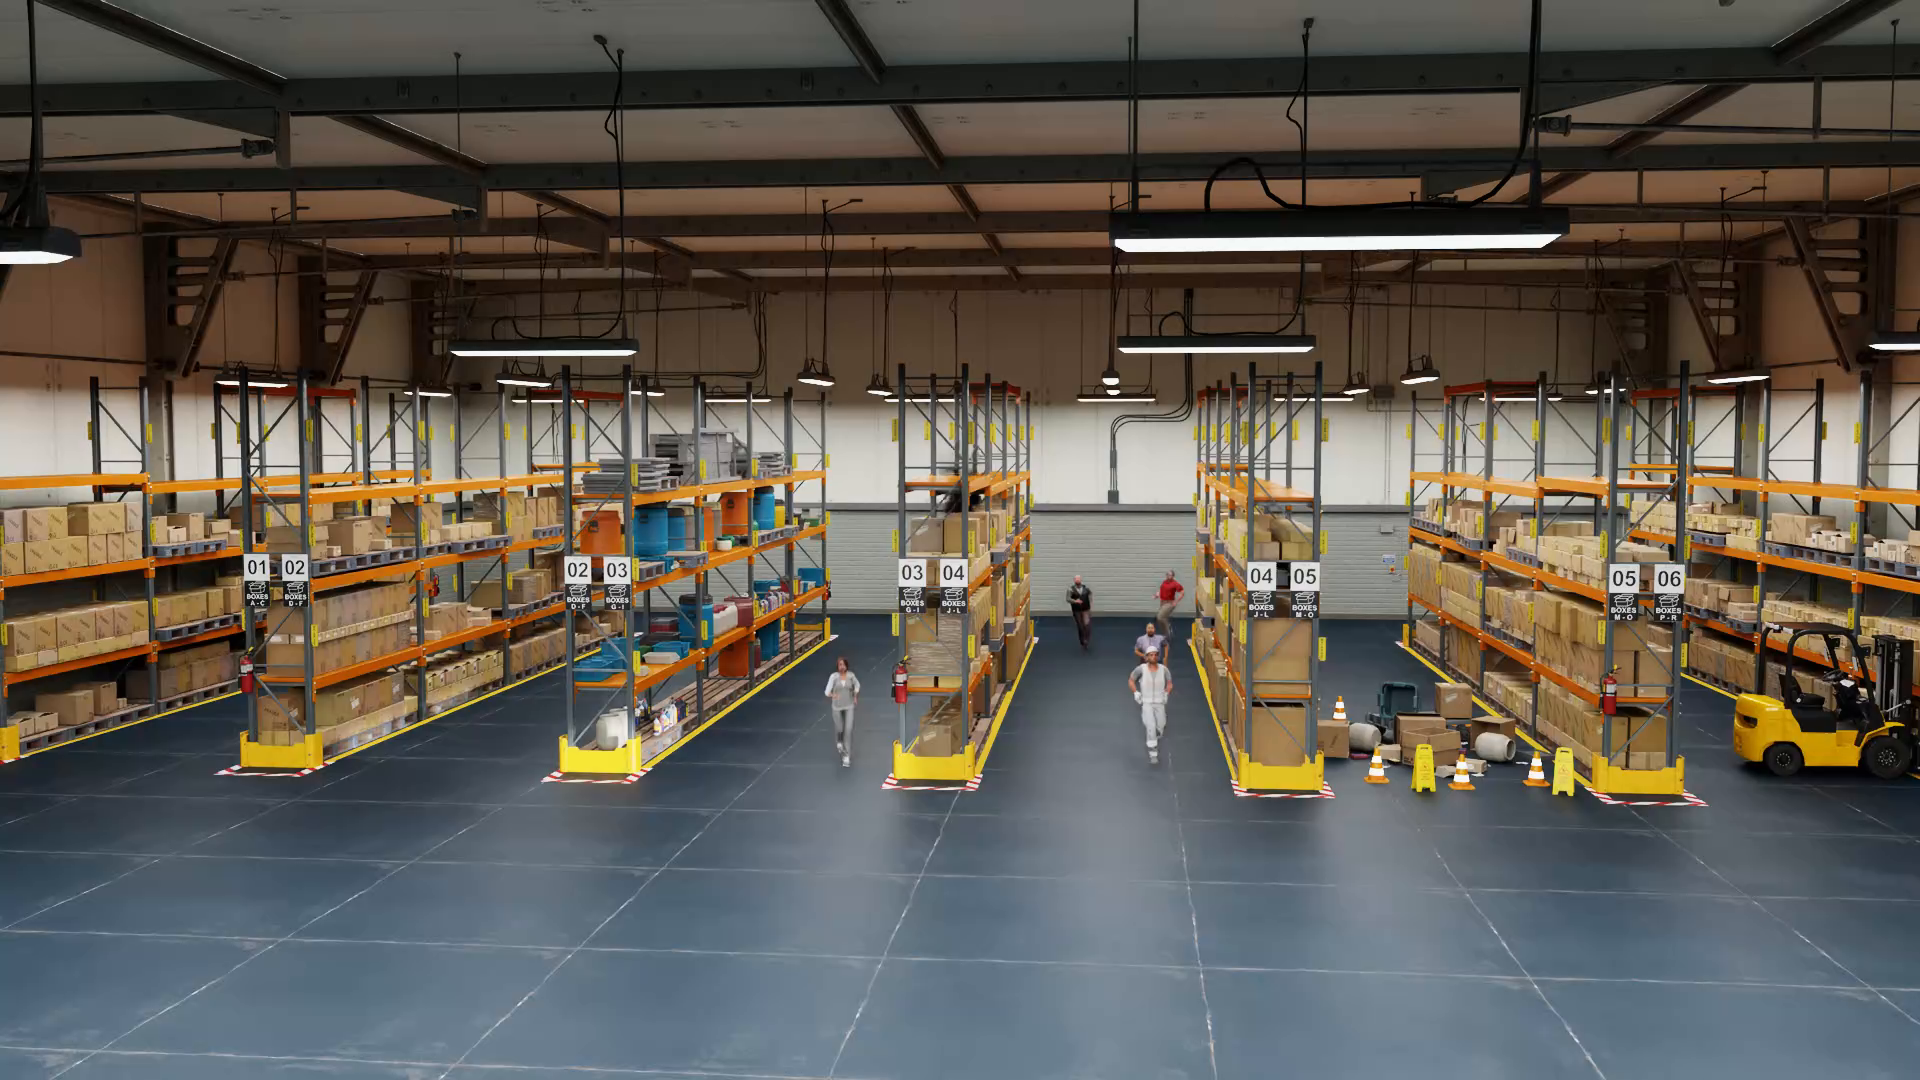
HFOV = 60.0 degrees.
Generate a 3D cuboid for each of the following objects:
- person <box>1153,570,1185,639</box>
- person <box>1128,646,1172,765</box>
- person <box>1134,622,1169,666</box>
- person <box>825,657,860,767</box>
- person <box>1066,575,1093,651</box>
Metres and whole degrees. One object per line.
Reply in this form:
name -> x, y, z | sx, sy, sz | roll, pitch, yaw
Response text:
person -> 4.999, 1.603, 40.091 | 0.655, 1.746, 0.732 | -2, 4, -29
person -> 2.914, 2.493, 25.374 | 0.667, 1.767, 0.741 | 0, 4, -4
person -> 3.405, 2.302, 29.589 | 0.613, 1.704, 0.711 | 0, 4, 7
person -> -1.781, 2.575, 25.261 | 0.538, 1.605, 0.877 | 0, 4, -6
person -> 2.768, 1.659, 38.461 | 0.637, 1.707, 0.889 | 0, 4, 0
